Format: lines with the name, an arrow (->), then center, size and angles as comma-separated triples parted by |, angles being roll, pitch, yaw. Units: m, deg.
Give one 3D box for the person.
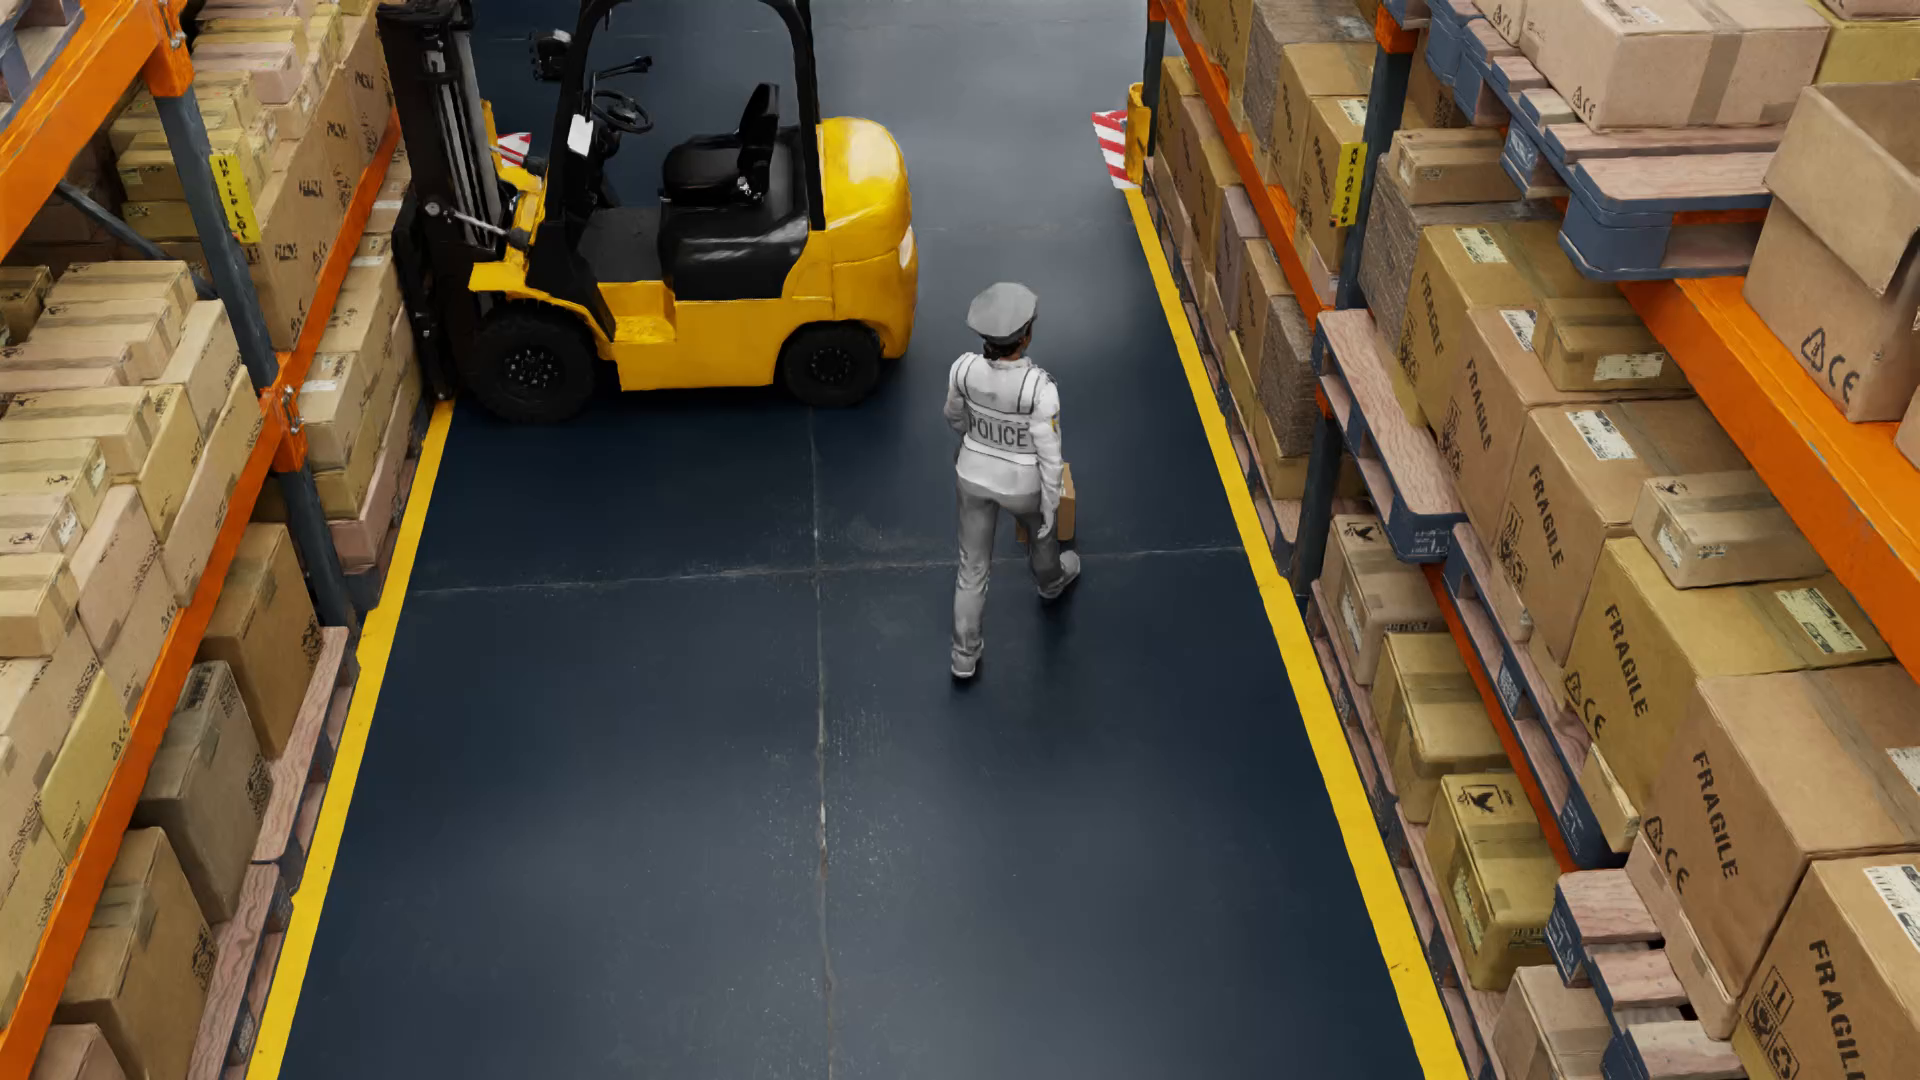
person -> 0.204, -0.306, 6.488 | 0.529, 1.656, 0.870 | 14, 41, 16
